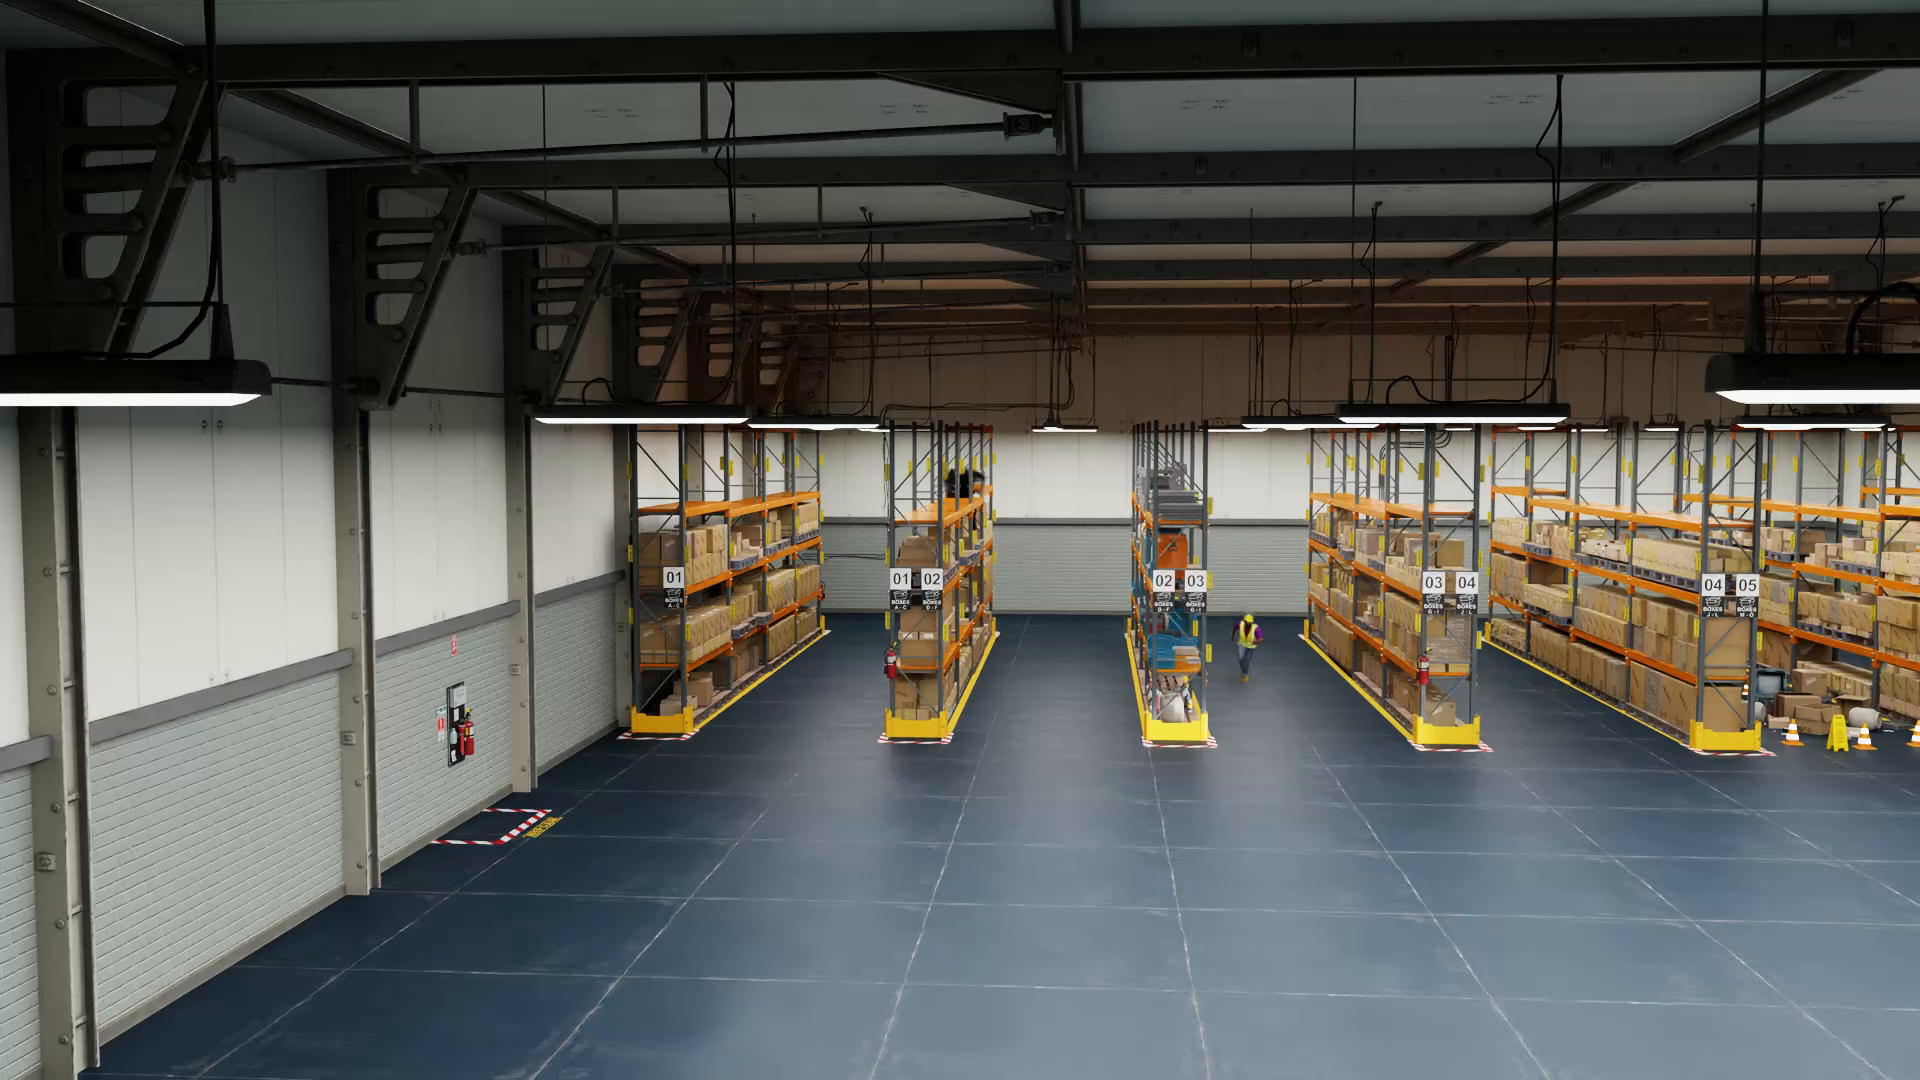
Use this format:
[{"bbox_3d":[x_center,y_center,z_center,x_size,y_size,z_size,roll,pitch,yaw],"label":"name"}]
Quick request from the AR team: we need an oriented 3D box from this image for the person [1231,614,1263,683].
[{"bbox_3d":[6.649,2.468,38.538,0.710,1.581,1.105,0,4,8],"label":"person"}]

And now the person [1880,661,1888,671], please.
[{"bbox_3d":[22.260,2.307,39.594,0.691,1.752,1.063,0,4,-6],"label":"person"}]
